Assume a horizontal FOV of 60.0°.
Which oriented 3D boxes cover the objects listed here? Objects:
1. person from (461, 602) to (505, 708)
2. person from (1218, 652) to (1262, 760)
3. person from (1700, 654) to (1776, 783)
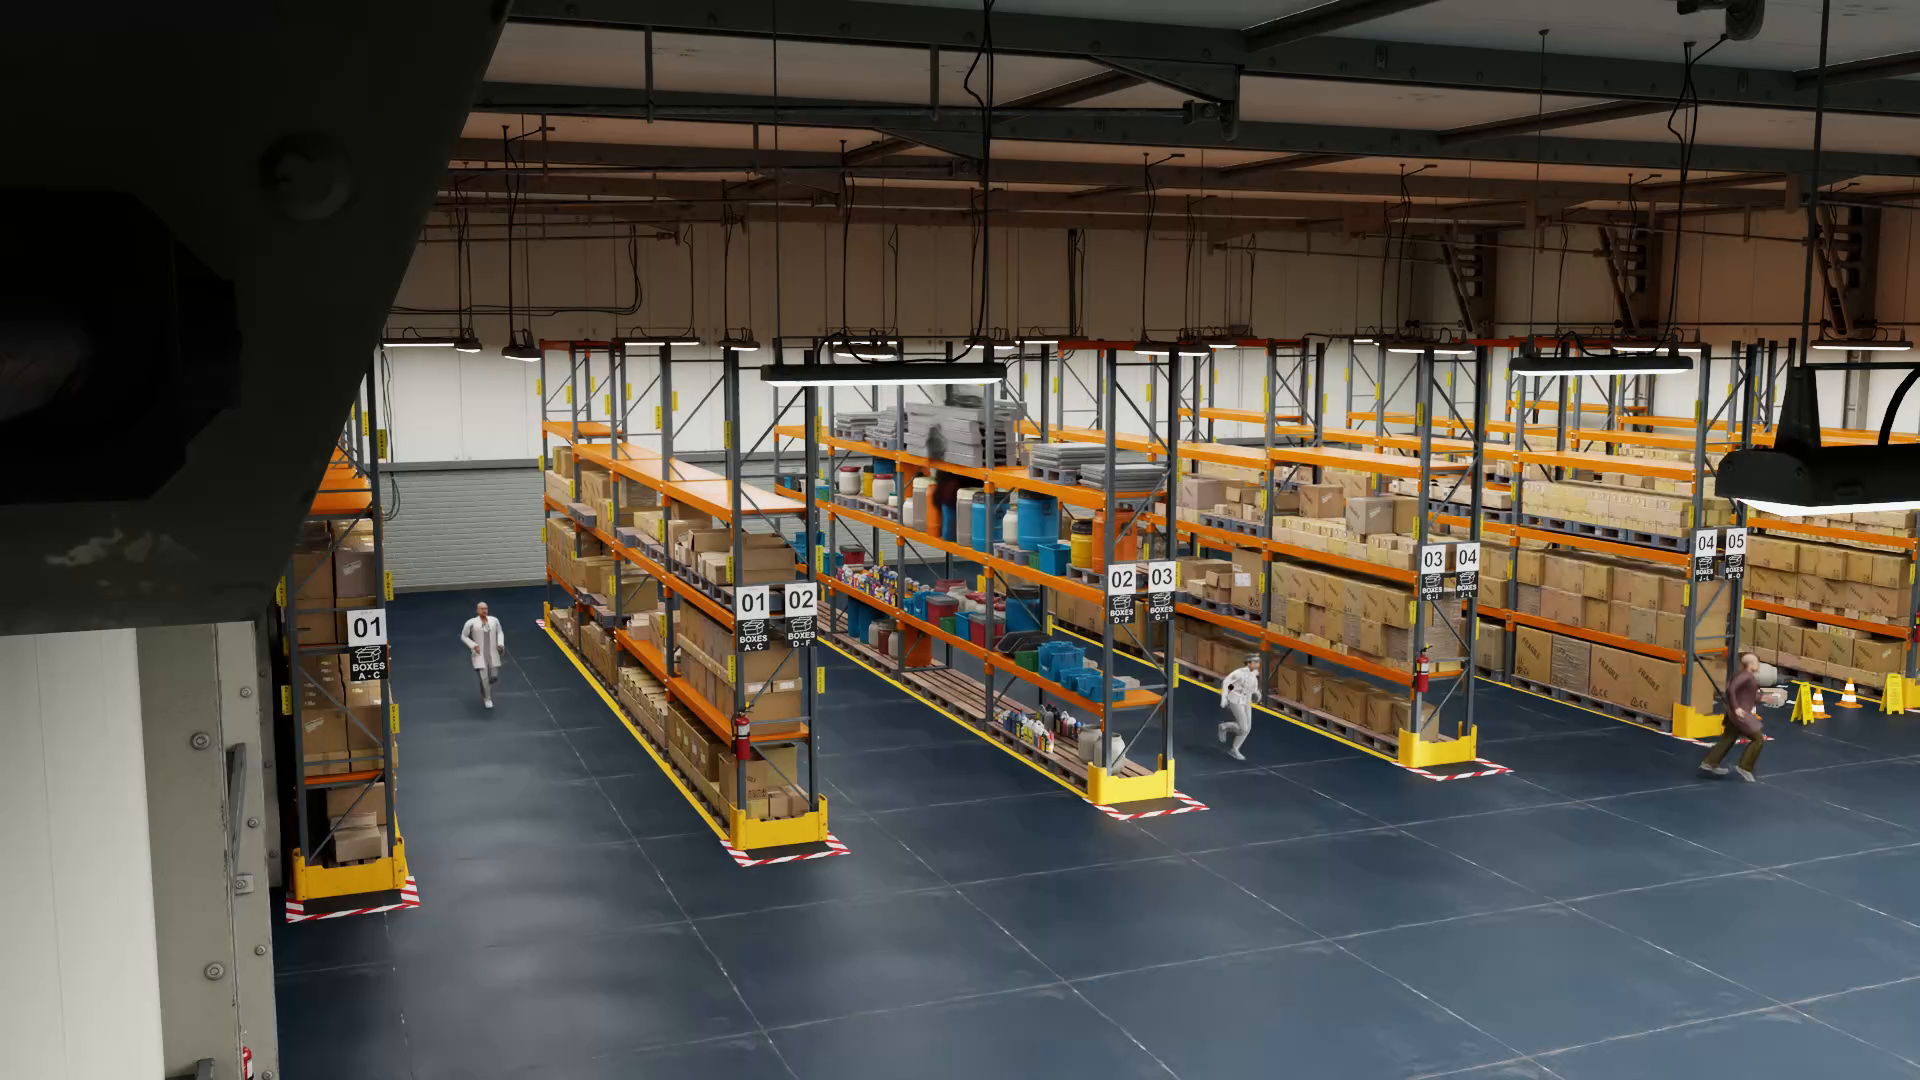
[{"bbox_3d":[-7.923,1.894,27.644,0.712,1.738,0.643,-5,9,-31],"label":"person"},{"bbox_3d":[4.095,2.398,24.326,0.608,1.619,0.691,-7,10,-44],"label":"person"},{"bbox_3d":[10.841,2.484,23.111,0.935,1.831,0.637,2,8,14],"label":"person"}]
